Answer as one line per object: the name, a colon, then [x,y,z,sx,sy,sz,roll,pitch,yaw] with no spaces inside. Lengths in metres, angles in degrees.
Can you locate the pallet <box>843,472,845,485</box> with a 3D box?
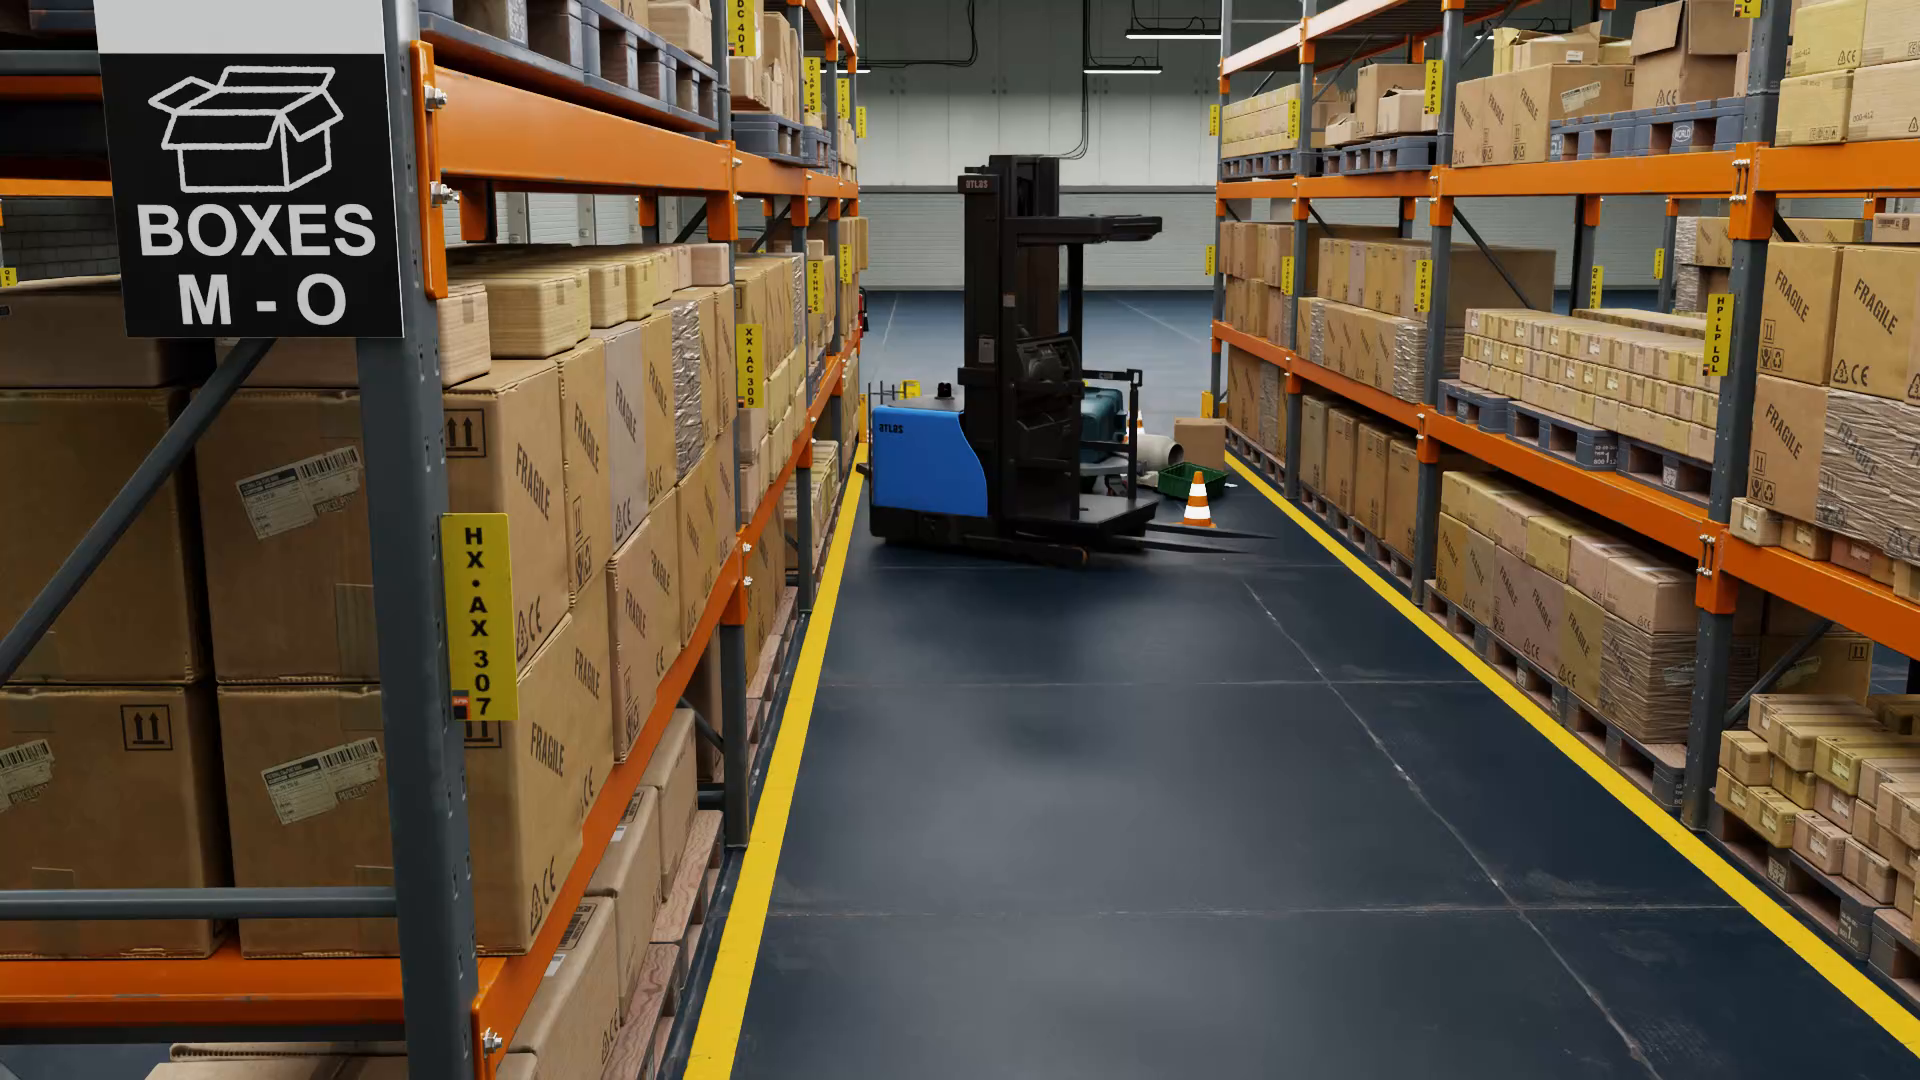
pallet: [-1.587,-0.568,15.328,1.003,0.211,1.213,0,11,-1]

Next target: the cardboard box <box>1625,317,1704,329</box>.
cardboard box: [3.978,-1.170,9.363,0.380,0.149,0.250,0,11,1]

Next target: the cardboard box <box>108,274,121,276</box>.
cardboard box: [-1.580,-0.495,3.557,0.380,0.149,0.250,0,11,0]

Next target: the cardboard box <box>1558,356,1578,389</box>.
cardboard box: [3.339,-0.869,8.624,0.380,0.149,0.250,0,11,1]

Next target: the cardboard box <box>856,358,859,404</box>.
cardboard box: [-1.343,-1.664,17.691,0.500,0.500,0.500,0,11,-1]

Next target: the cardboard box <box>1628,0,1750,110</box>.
cardboard box: [3.674,-2.286,7.920,0.797,0.503,0.637,0,11,-2]

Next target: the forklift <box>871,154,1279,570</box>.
forklift: [0.845,-1.341,12.296,3.031,2.935,1.130,7,13,30]

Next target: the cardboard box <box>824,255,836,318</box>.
cardboard box: [-1.299,-2.111,13.865,0.500,0.500,0.500,0,11,-2]

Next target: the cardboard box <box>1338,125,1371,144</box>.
cardboard box: [3.183,-3.236,13.247,0.250,0.149,0.380,0,11,-1]

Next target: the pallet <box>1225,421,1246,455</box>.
pallet: [3.421,-1.112,18.008,1.003,0.211,1.213,0,11,-1]

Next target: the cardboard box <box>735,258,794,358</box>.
cardboard box: [-1.160,-1.243,8.875,0.500,0.500,0.500,0,11,-1]

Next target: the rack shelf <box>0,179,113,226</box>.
rack shelf: [-6.459,-2.500,12.103,1.077,0.370,4.000,0,11,-1]

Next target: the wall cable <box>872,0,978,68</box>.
wall cable: [-1.030,-15.134,48.692,3.097,2.526,0.112,0,11,-1]

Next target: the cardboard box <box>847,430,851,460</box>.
cardboard box: [-1.302,-0.884,15.732,0.500,0.250,0.500,0,11,2]

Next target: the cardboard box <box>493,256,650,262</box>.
cardboard box: [-1.064,-0.705,4.592,0.380,0.149,0.250,0,11,-1]

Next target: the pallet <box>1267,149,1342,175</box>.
pallet: [3.403,-3.431,15.106,1.003,0.211,1.213,0,11,-1]

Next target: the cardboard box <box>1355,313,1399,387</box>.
cardboard box: [3.195,-1.383,12.078,0.500,0.500,0.500,0,11,-2]

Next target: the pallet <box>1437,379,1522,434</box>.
pallet: [3.613,-0.811,9.997,1.213,0.211,1.003,0,11,-1]

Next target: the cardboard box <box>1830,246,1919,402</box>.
cardboard box: [3.366,-0.743,5.661,0.500,0.500,0.500,-1,11,-3]

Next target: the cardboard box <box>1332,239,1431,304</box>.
cardboard box: [3.438,-2.180,13.493,0.700,0.500,0.500,0,11,-2]

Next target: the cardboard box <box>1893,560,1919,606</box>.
cardboard box: [3.330,0.138,5.469,0.380,0.149,0.250,0,11,0]

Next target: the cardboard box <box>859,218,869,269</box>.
cardboard box: [-1.275,-2.979,16.684,0.700,0.500,0.500,0,11,-2]

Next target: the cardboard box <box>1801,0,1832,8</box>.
cardboard box: [3.338,-2.030,6.092,0.380,0.149,0.250,0,11,-2]

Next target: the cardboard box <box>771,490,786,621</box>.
cardboard box: [-1.524,-0.033,9.966,0.875,0.875,0.875,0,11,-2]

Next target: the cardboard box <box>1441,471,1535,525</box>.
cardboard box: [3.264,-0.257,10.125,0.500,0.250,0.500,-1,11,-4]

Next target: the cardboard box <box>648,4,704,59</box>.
cardboard box: [-1.034,-1.635,5.352,0.380,0.149,0.250,0,11,0]

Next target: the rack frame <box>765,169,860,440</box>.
rack frame: [-1.620,-2.596,18.313,1.000,3.000,0.127,0,11,-1]

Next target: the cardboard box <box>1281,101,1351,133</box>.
cardboard box: [3.142,-3.736,14.706,0.500,0.250,0.500,0,11,-2]

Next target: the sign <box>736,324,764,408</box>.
sign: [-0.818,-0.677,6.474,0.100,0.325,0.005,0,11,-1]

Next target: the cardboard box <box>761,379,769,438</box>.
cardboard box: [-1.138,-0.575,7.468,0.500,0.250,0.500,0,11,0]

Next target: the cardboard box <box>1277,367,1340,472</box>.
cardboard box: [3.466,-1.132,15.380,0.875,0.875,0.875,0,11,0]

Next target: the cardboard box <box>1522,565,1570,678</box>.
cardboard box: [3.291,0.418,8.687,0.500,0.500,0.500,0,11,-2]

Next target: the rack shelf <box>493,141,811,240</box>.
rack shelf: [-1.414,-1.726,8.288,1.077,0.370,4.000,0,11,-1]

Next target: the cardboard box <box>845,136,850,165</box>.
cardboard box: [-1.290,-3.634,15.514,0.500,0.250,0.500,0,11,-1]

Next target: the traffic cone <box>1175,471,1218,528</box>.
traffic cone: [1.927,-0.326,13.501,0.336,0.463,0.334,0,11,-1]

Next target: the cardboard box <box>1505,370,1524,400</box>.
cardboard box: [3.318,-0.879,9.423,0.380,0.149,0.250,0,11,1]

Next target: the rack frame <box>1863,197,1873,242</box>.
rack frame: [8.370,-1.842,14.595,1.000,3.000,0.127,0,11,-1]

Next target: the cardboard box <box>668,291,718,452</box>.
cardboard box: [-1.084,-0.557,5.492,0.500,0.500,0.500,0,11,-2]

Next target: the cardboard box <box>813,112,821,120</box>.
cardboard box: [-1.398,-3.534,13.454,0.500,0.250,0.500,0,11,0]

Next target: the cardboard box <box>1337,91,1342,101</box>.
cardboard box: [3.719,-4.111,15.551,0.380,0.149,0.250,0,11,-1]

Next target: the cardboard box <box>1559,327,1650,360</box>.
cardboard box: [3.338,-1.017,8.609,0.380,0.149,0.250,0,11,-2]

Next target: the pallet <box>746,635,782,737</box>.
pallet: [-1.492,0.759,8.785,1.003,0.211,1.213,0,11,-1]

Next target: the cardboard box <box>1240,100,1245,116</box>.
cardboard box: [3.035,-4.360,16.779,0.380,0.149,0.250,0,11,-2]

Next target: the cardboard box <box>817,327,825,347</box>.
cardboard box: [-1.244,-1.580,12.879,0.380,0.149,0.250,0,11,-1]

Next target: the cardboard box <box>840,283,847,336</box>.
cardboard box: [-1.268,-2.085,14.791,0.500,0.500,0.500,0,11,-1]

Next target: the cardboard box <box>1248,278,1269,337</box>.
cardboard box: [3.351,-2.311,16.527,0.875,0.550,0.500,0,11,-1]

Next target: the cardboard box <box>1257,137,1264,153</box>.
cardboard box: [3.054,-3.768,15.867,0.380,0.149,0.250,0,11,-2]

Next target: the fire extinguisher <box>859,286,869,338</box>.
fire extinguisher: [-1.162,-2.583,18.442,0.296,0.674,0.183,0,11,-1]

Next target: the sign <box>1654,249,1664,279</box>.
sign: [7.745,-3.059,18.417,0.100,0.325,0.005,0,11,-1]

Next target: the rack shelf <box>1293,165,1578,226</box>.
rack shelf: [3.451,-2.562,12.407,1.077,0.370,4.000,0,11,-1]

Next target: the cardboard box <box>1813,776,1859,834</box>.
cardboard box: [3.398,0.966,6.121,0.380,0.149,0.250,0,11,-1]

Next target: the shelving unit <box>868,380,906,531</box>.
shelving unit: [-0.577,-0.662,13.305,0.258,1.200,0.189,6,13,28]

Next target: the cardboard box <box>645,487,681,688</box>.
cardboard box: [-1.070,0.137,4.586,0.500,0.500,0.500,0,11,1]
